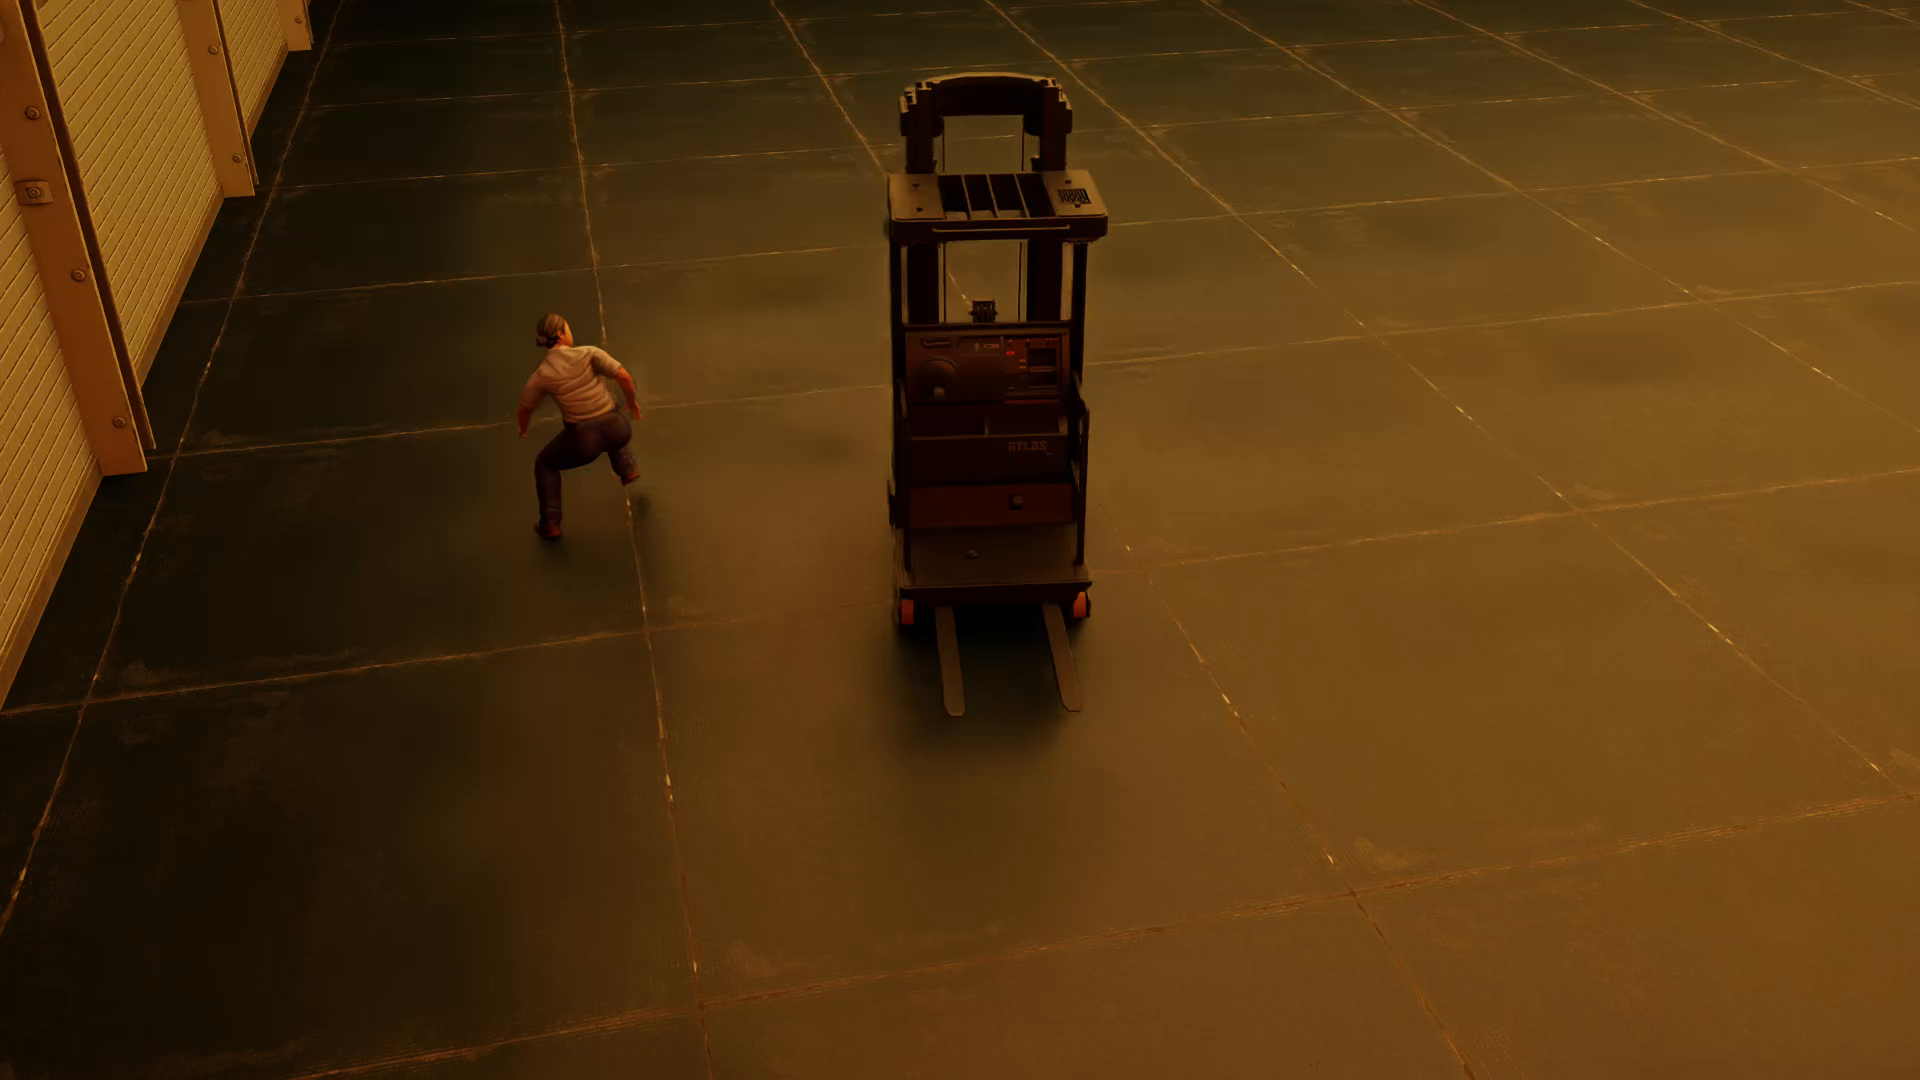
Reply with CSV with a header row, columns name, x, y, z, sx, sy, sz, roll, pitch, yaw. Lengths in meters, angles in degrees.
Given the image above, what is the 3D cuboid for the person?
name,x,y,z,sx,sy,sz,roll,pitch,yaw
person,-2.390,-0.745,10.436,0.771,1.432,0.631,-15,33,-24

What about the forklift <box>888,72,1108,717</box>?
name,x,y,z,sx,sy,sz,roll,pitch,yaw
forklift,0.173,-0.944,9.204,1.130,2.935,3.031,-2,30,-4
